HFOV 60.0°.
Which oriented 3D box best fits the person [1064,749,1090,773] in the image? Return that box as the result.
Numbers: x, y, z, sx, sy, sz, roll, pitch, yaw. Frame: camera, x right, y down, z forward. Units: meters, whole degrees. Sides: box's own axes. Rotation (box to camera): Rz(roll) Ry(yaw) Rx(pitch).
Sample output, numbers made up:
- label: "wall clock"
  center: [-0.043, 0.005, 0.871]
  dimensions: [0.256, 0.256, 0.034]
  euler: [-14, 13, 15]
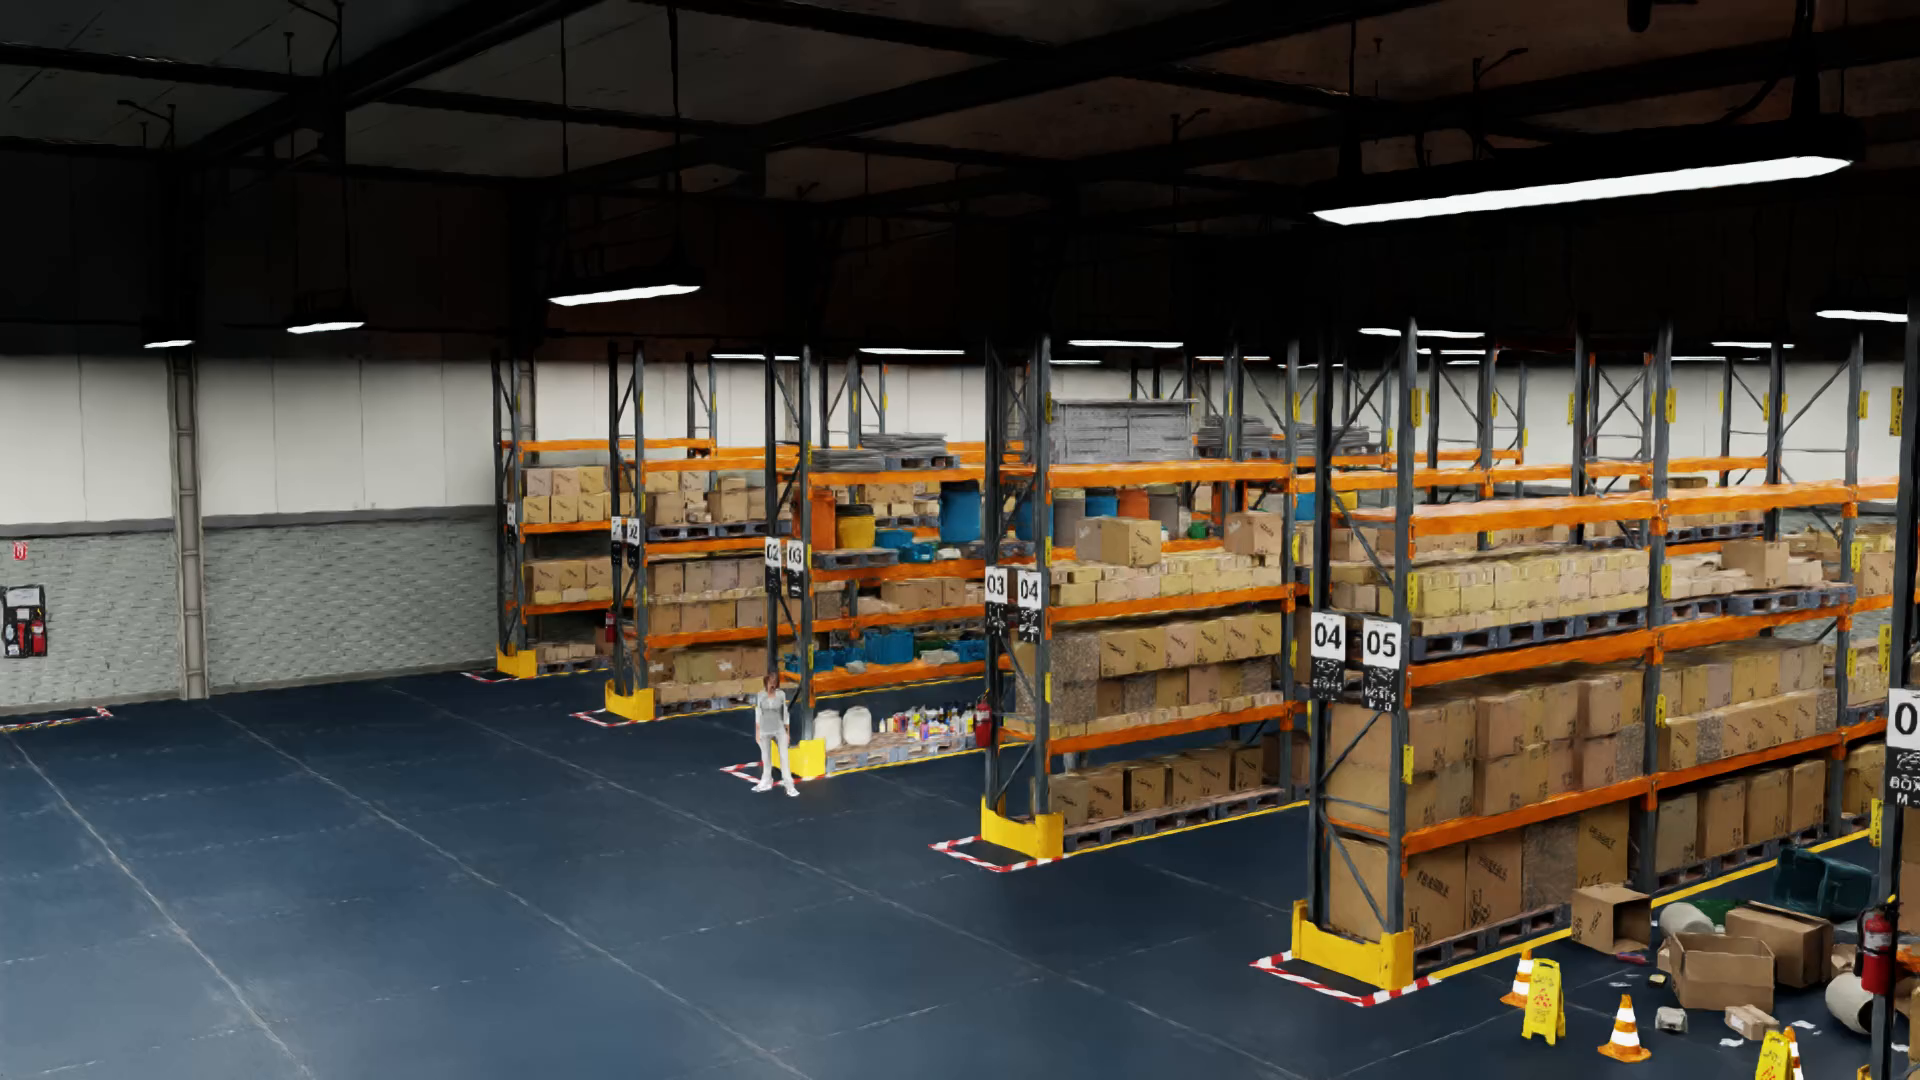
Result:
- label: "person"
  center: [1.497, 2.438, 21.411]
  dimensions: [0.563, 1.663, 0.564]
  euler: [-1, 5, -8]

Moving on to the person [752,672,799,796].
- label: "person"
  center: [-2.385, 2.482, 21.406]
  dimensions: [0.621, 1.588, 0.528]
  euler: [0, 5, -1]
